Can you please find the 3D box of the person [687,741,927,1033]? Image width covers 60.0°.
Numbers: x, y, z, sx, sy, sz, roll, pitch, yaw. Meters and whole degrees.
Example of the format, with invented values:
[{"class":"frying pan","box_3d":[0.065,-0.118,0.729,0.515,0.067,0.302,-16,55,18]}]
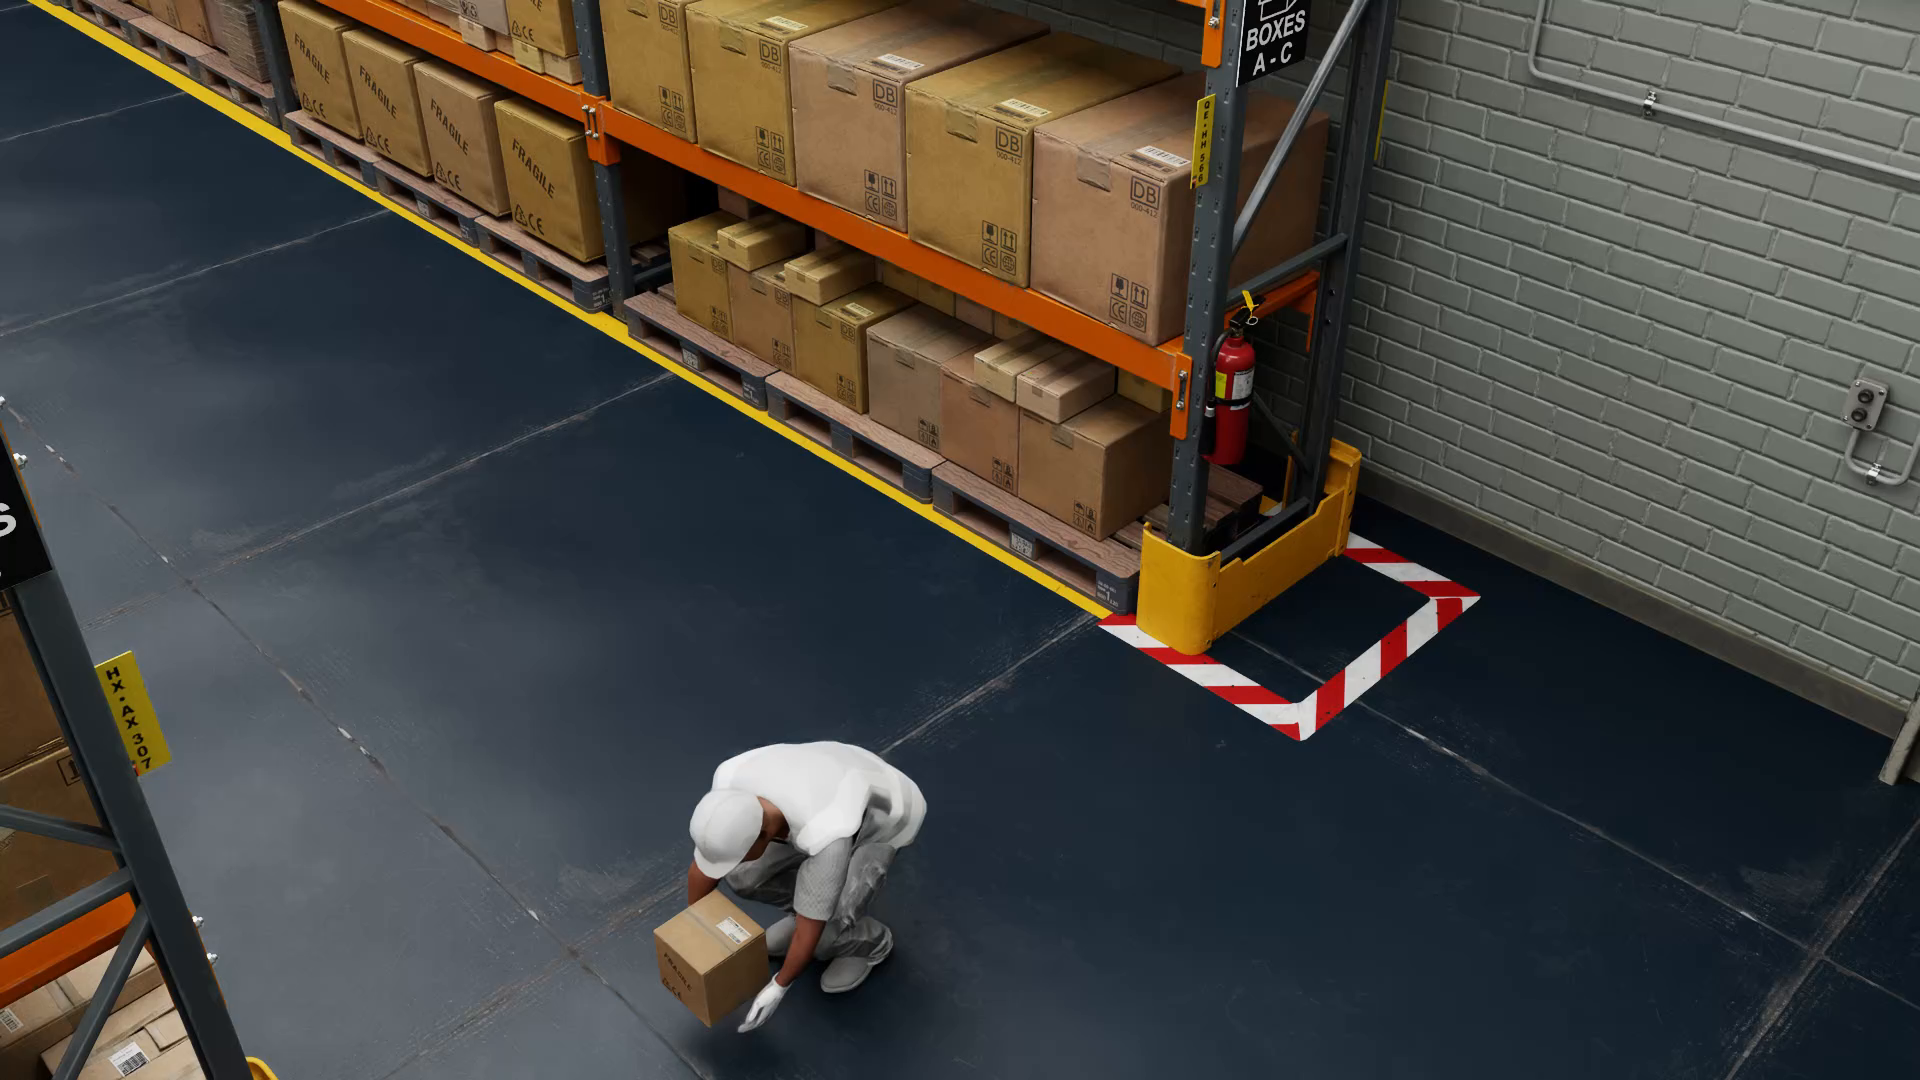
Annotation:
[{"class":"person","box_3d":[-0.489,1.031,5.316,0.572,1.038,0.904,30,45,35]}]
